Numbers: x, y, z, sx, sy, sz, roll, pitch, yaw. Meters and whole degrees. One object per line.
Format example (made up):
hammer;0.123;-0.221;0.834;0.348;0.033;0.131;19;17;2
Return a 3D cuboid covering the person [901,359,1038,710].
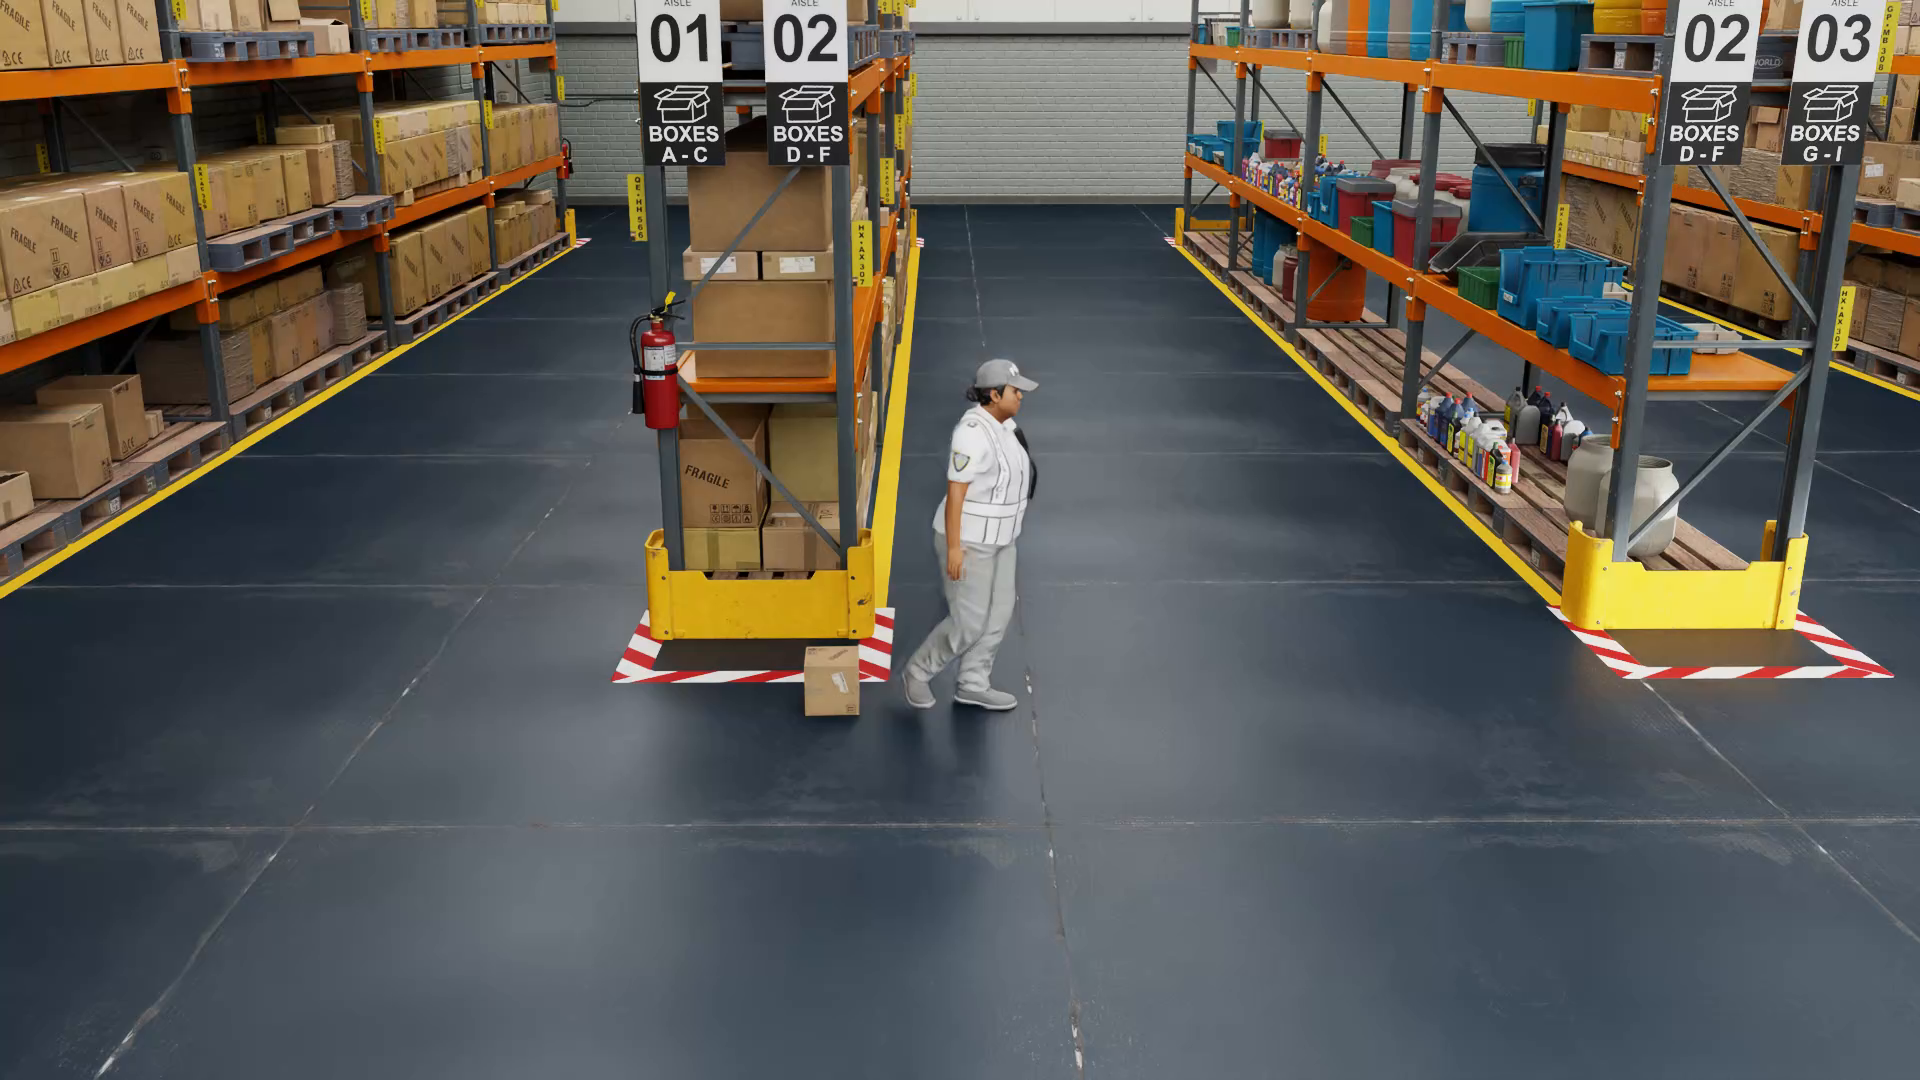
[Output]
person;0.031;-0.006;7.565;0.588;1.652;0.554;8;19;24
